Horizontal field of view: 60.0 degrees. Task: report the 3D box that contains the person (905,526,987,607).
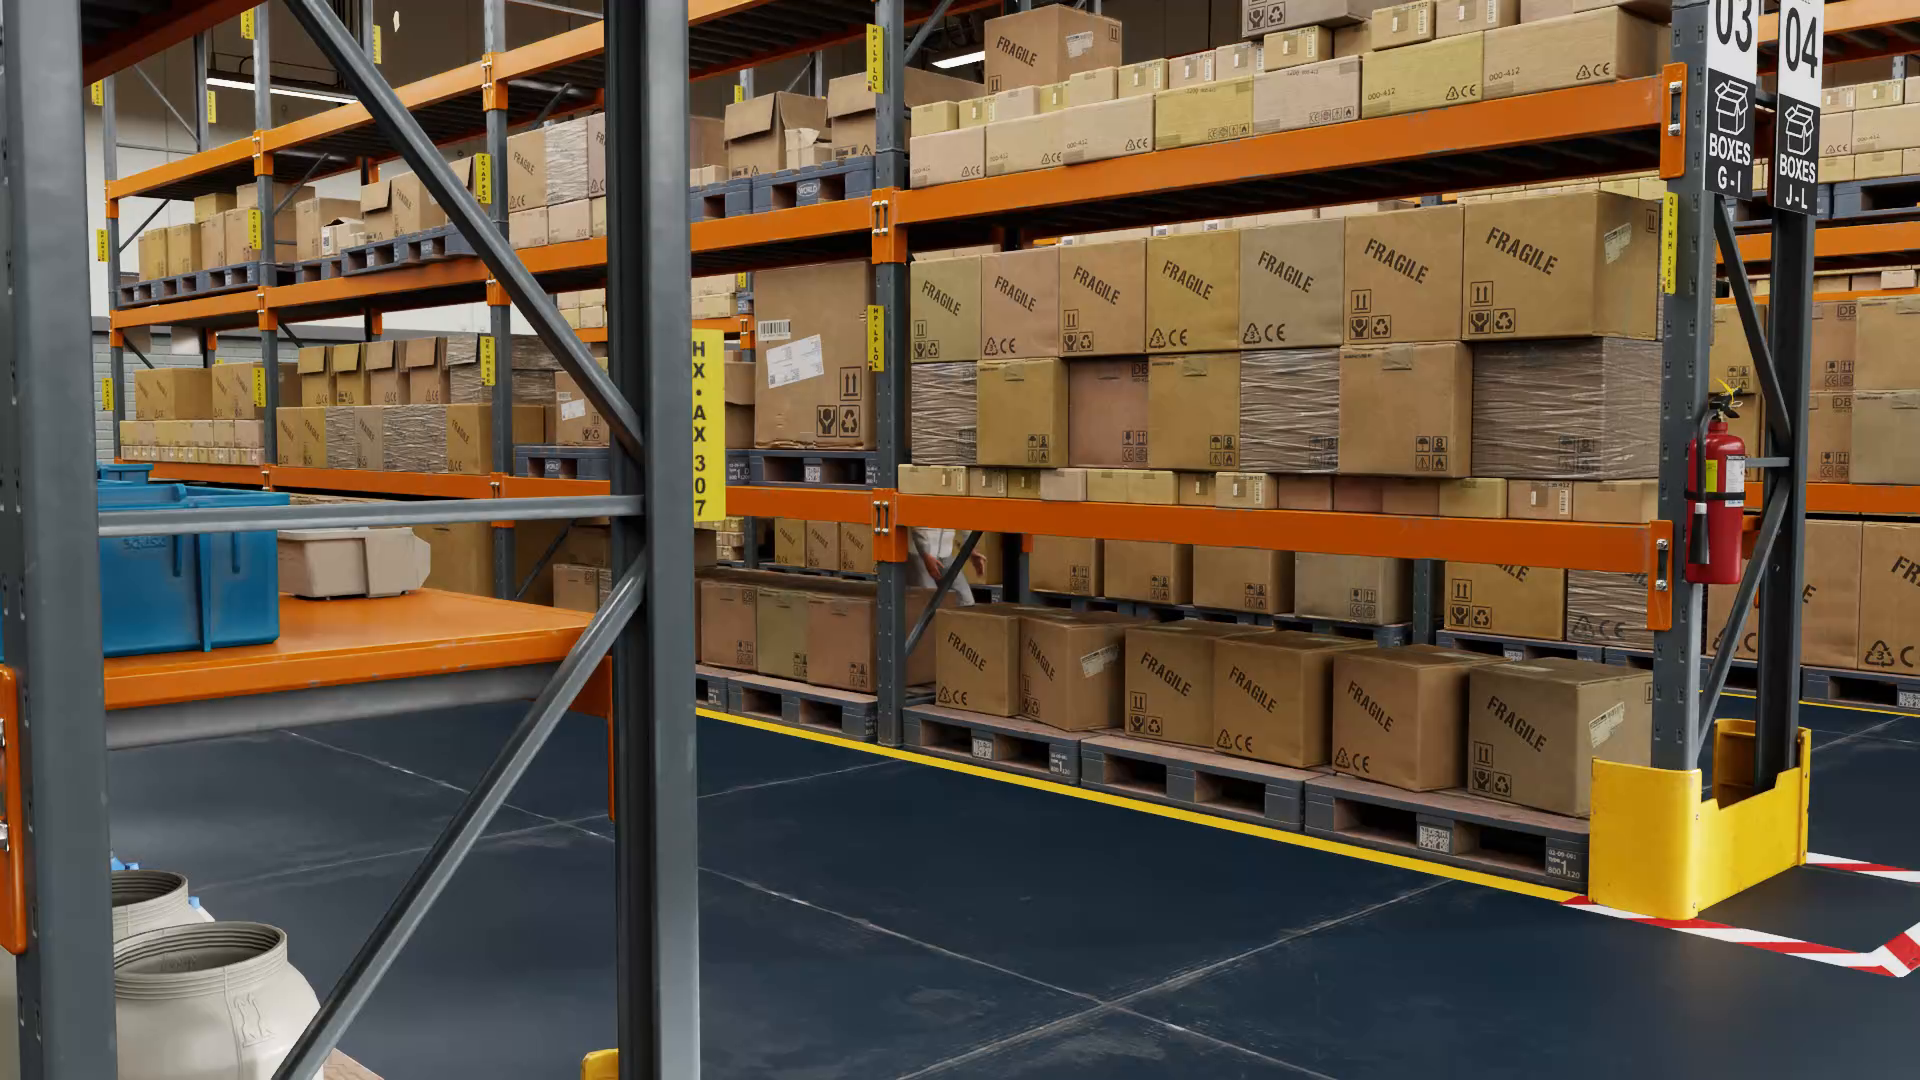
[{"bbox_3d":[-0.131,0.095,10.974,0.583,1.607,0.627,-4,5,-43],"label":"person"}]
